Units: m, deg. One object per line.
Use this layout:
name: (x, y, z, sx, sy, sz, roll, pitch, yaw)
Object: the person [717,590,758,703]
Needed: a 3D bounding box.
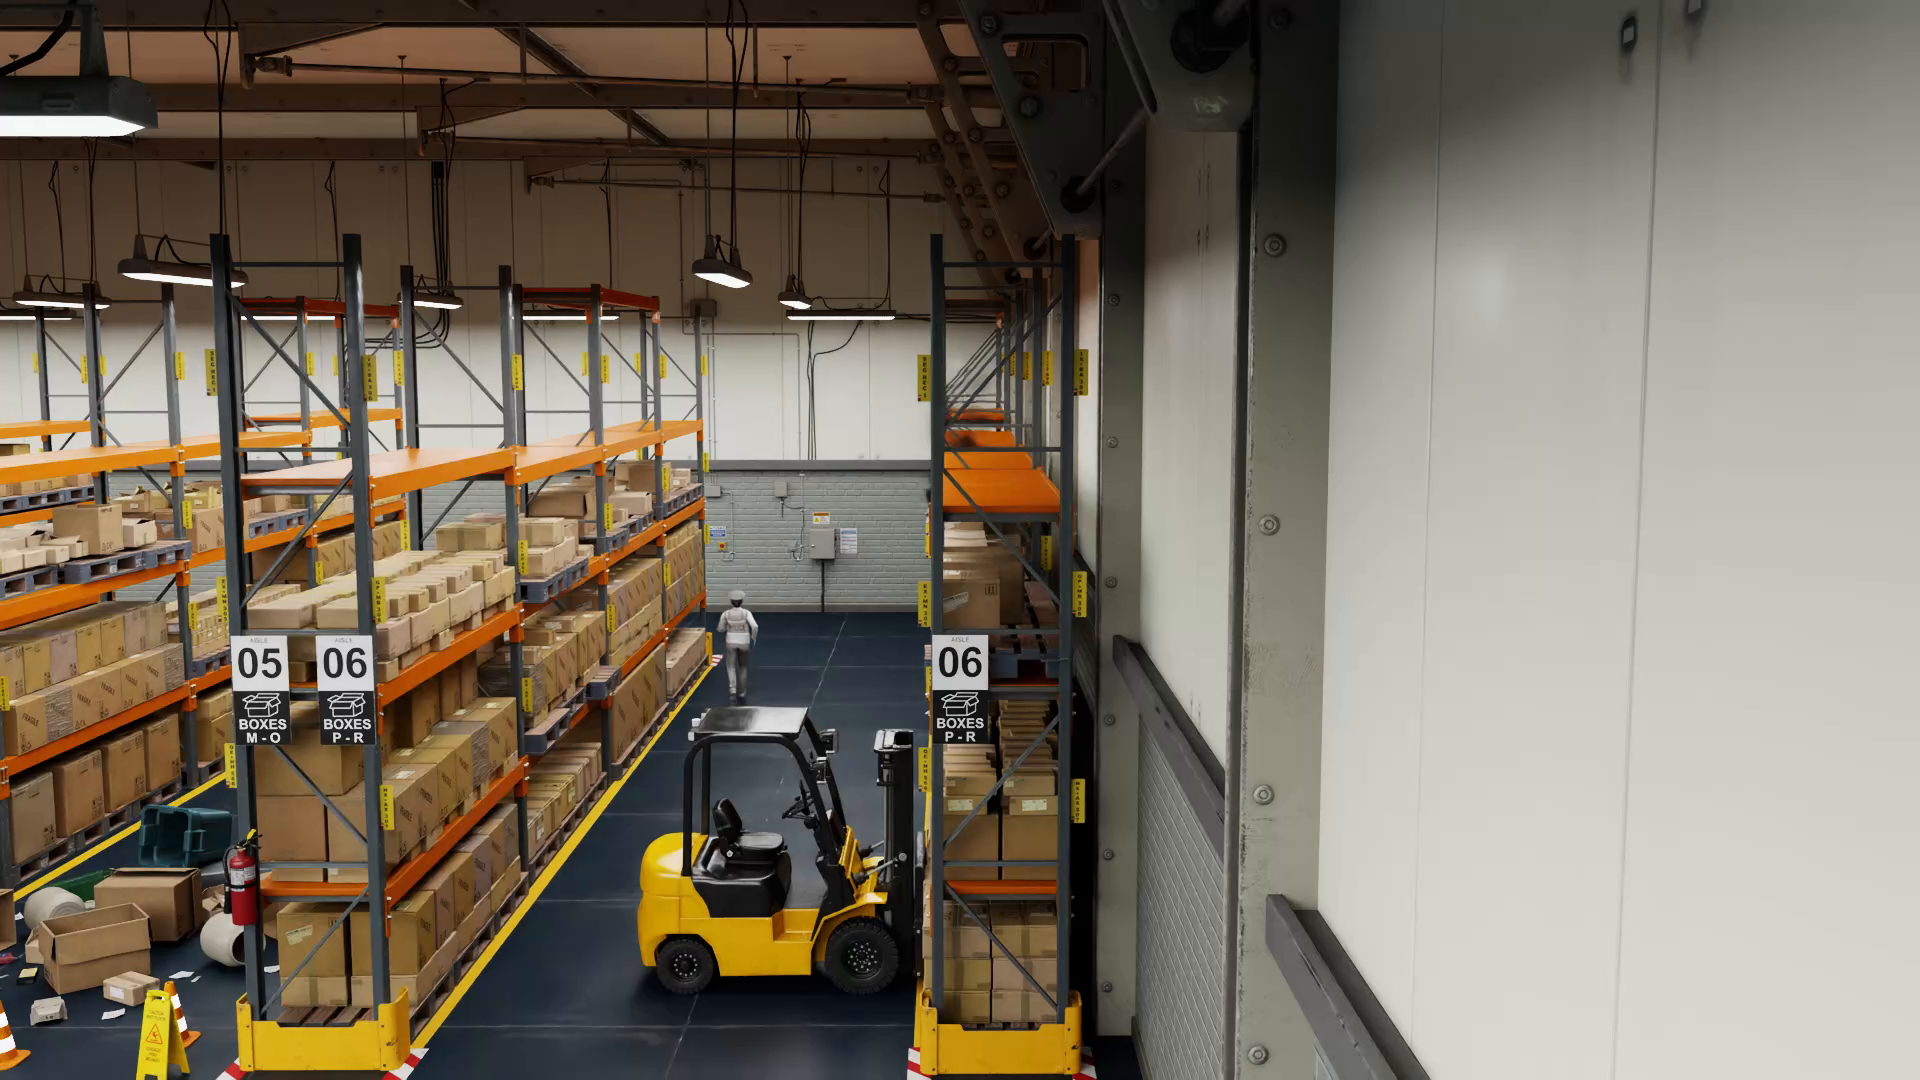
person: (-3.306, 1.576, 24.719, 0.611, 1.681, 0.940, -1, 6, -8)
